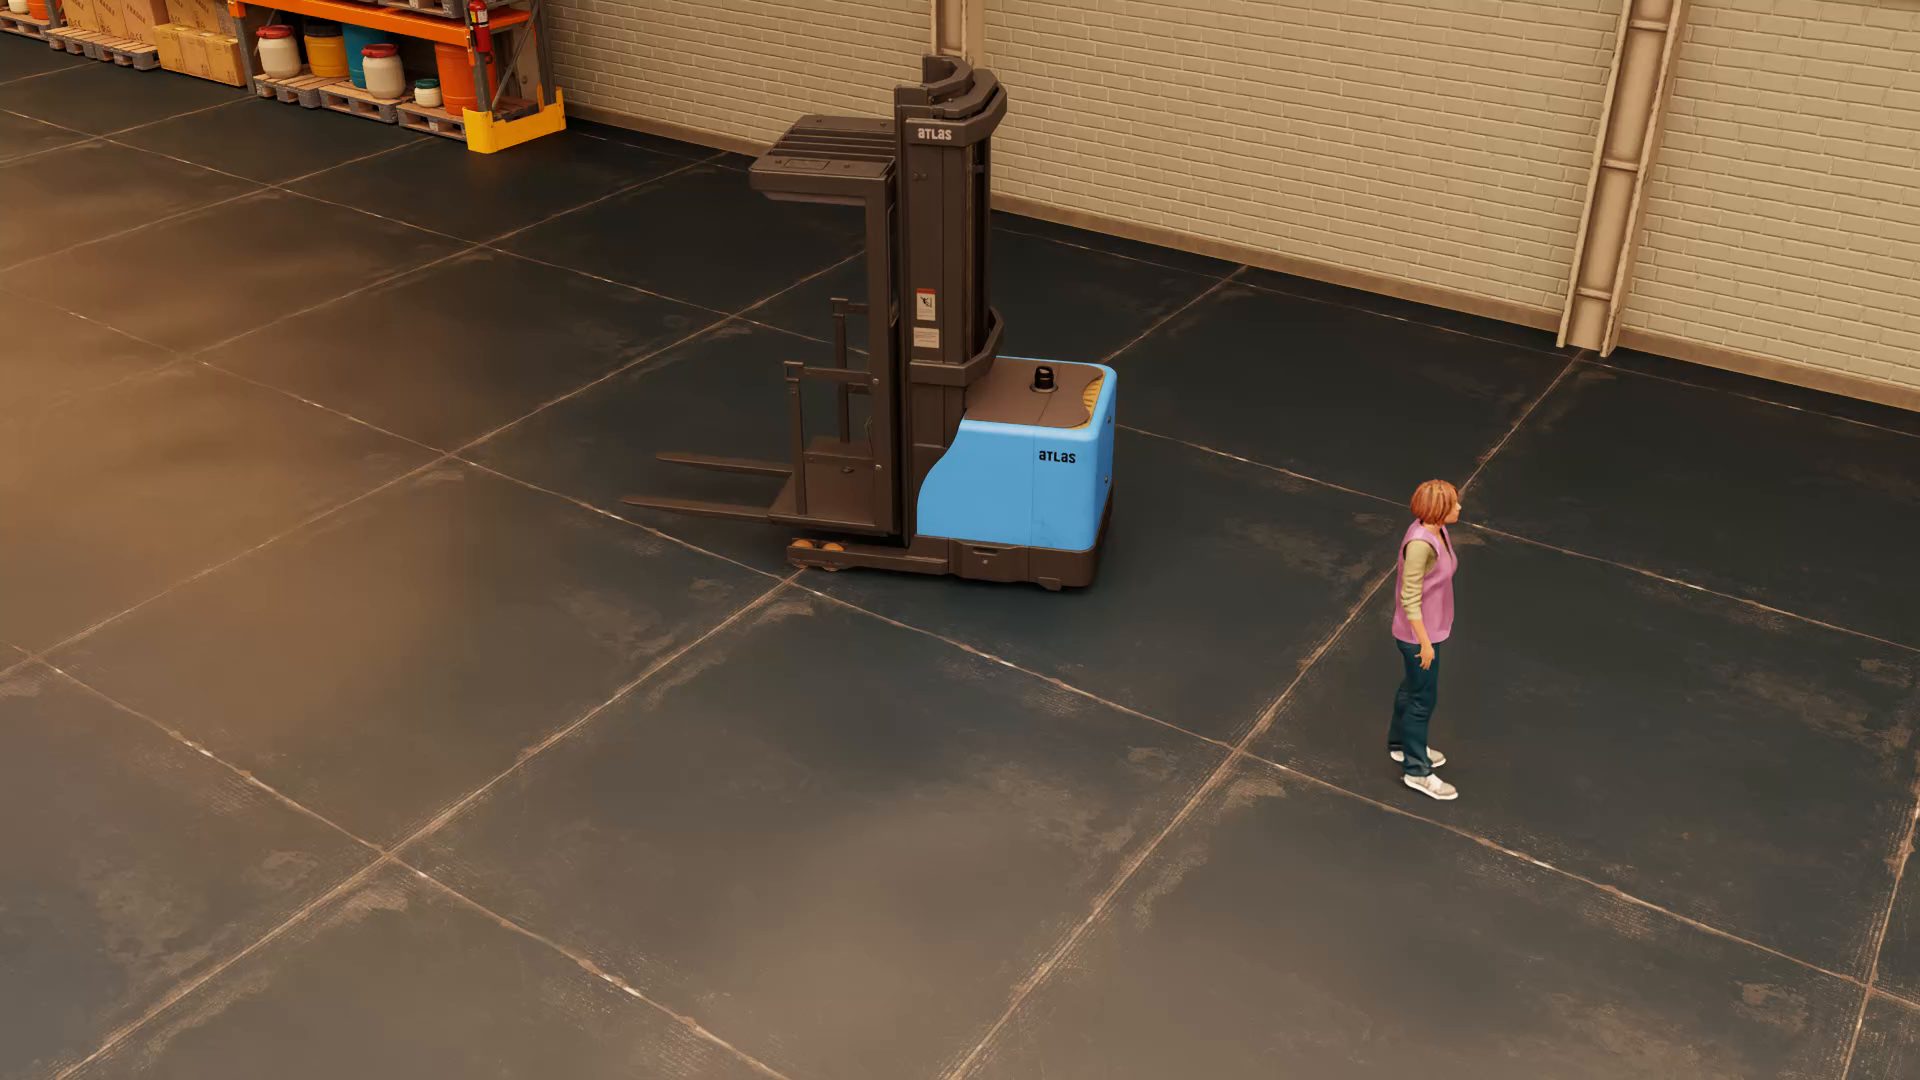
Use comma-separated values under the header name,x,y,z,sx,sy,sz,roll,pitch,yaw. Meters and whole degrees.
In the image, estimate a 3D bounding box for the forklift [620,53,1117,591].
name,x,y,z,sx,sy,sz,roll,pitch,yaw
forklift,-0.596,-1.330,9.871,3.031,2.935,1.130,6,31,10

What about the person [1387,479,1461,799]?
name,x,y,z,sx,sy,sz,roll,pitch,yaw
person,2.333,0.456,8.112,0.473,1.598,0.518,12,32,19
